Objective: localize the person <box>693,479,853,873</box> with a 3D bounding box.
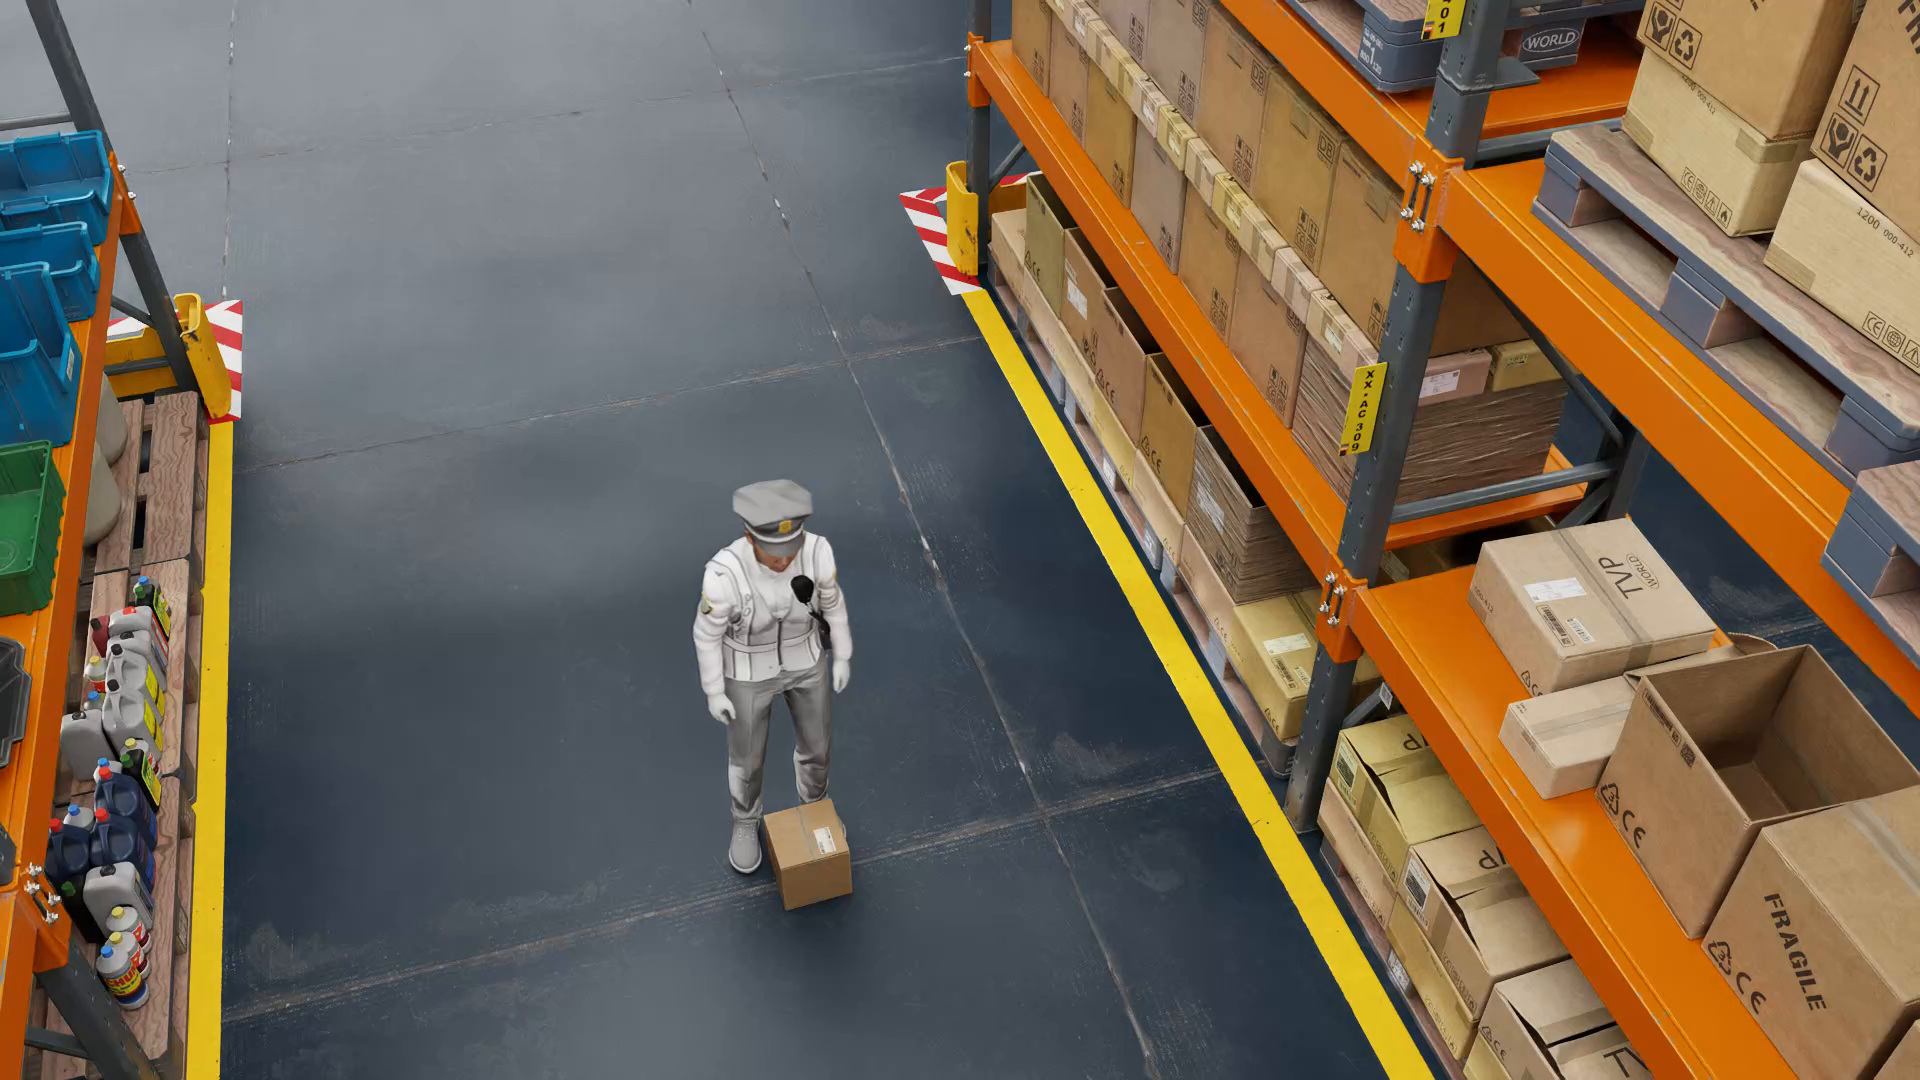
[{"bbox_3d":[-0.620,0.452,5.665,0.540,1.662,0.374,-14,44,-15],"label":"person"}]
